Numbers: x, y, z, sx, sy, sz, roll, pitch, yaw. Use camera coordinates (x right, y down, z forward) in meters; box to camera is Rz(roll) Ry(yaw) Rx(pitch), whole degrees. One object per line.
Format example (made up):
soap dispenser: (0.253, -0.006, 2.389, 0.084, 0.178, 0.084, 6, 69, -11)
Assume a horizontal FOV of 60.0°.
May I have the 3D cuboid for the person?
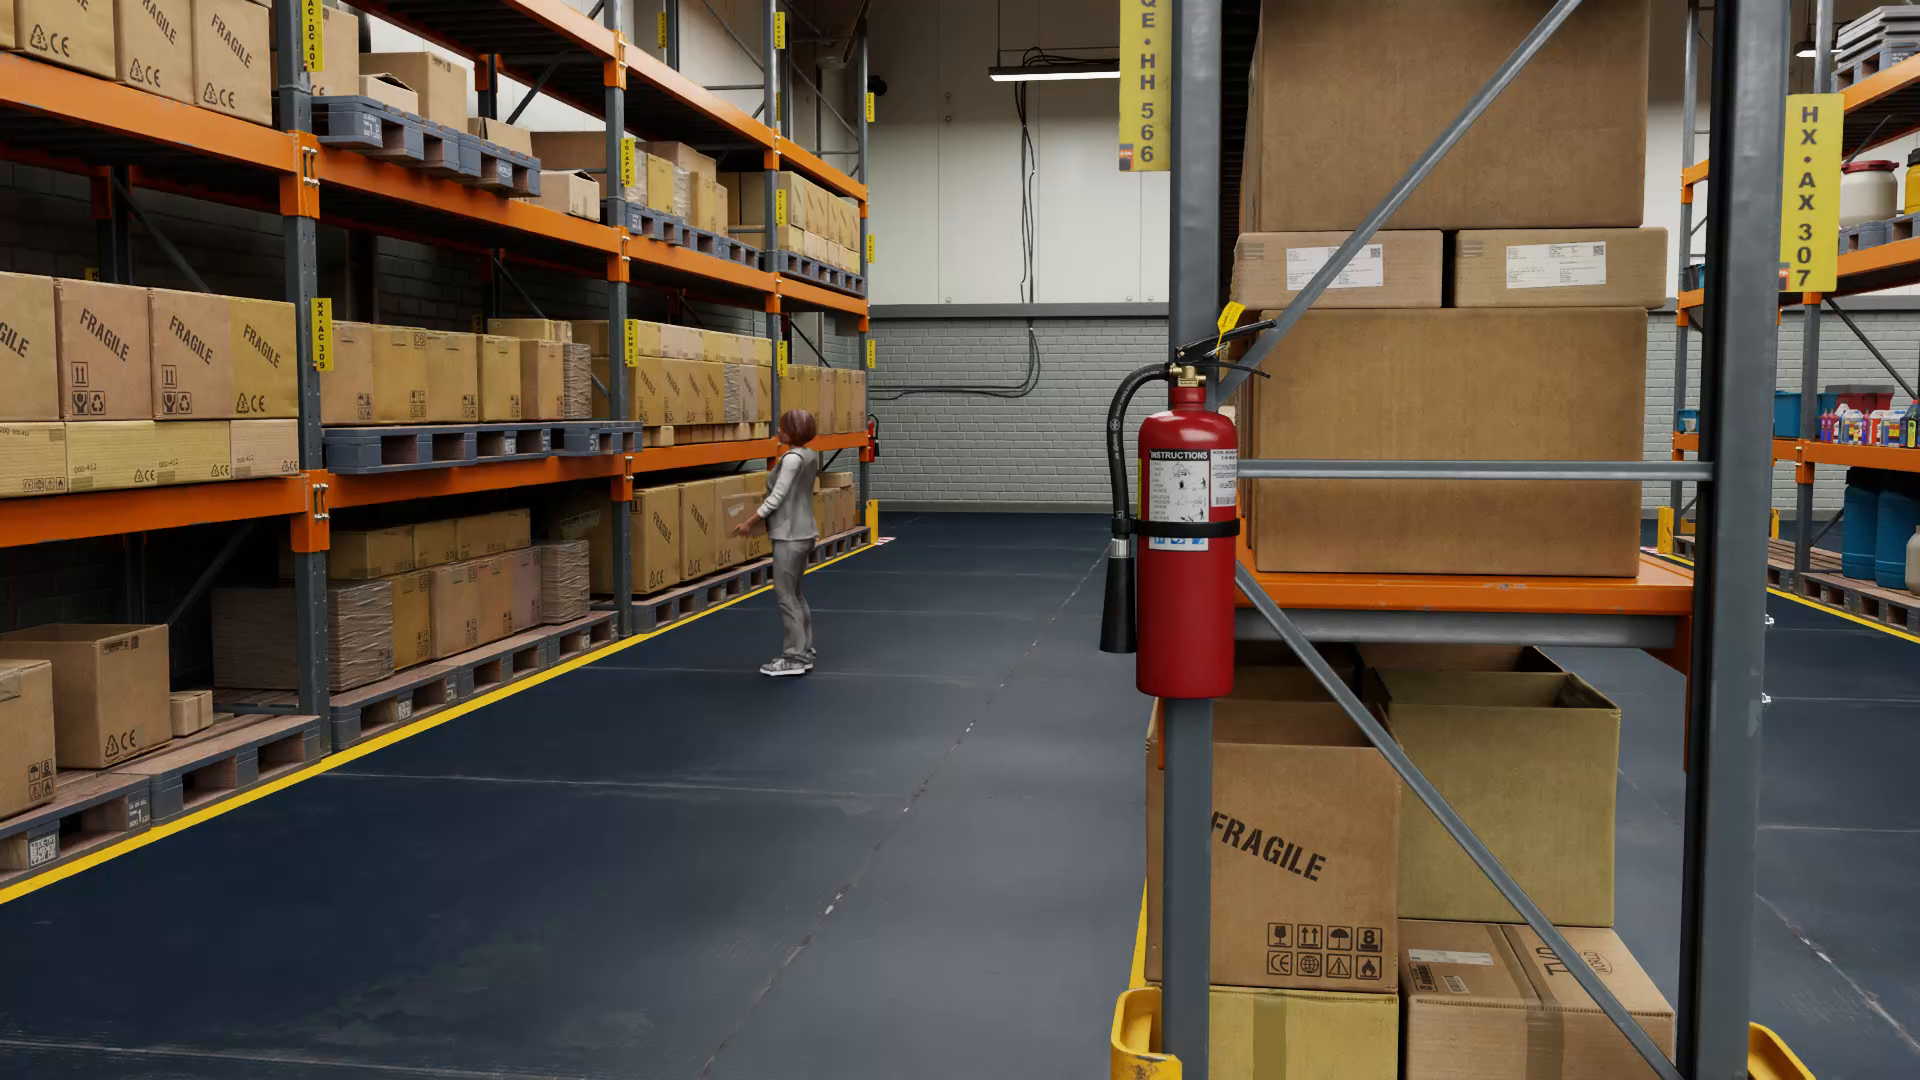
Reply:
person: (-1.096, 0.020, 10.011, 0.486, 1.573, 0.412, 1, 5, 8)
